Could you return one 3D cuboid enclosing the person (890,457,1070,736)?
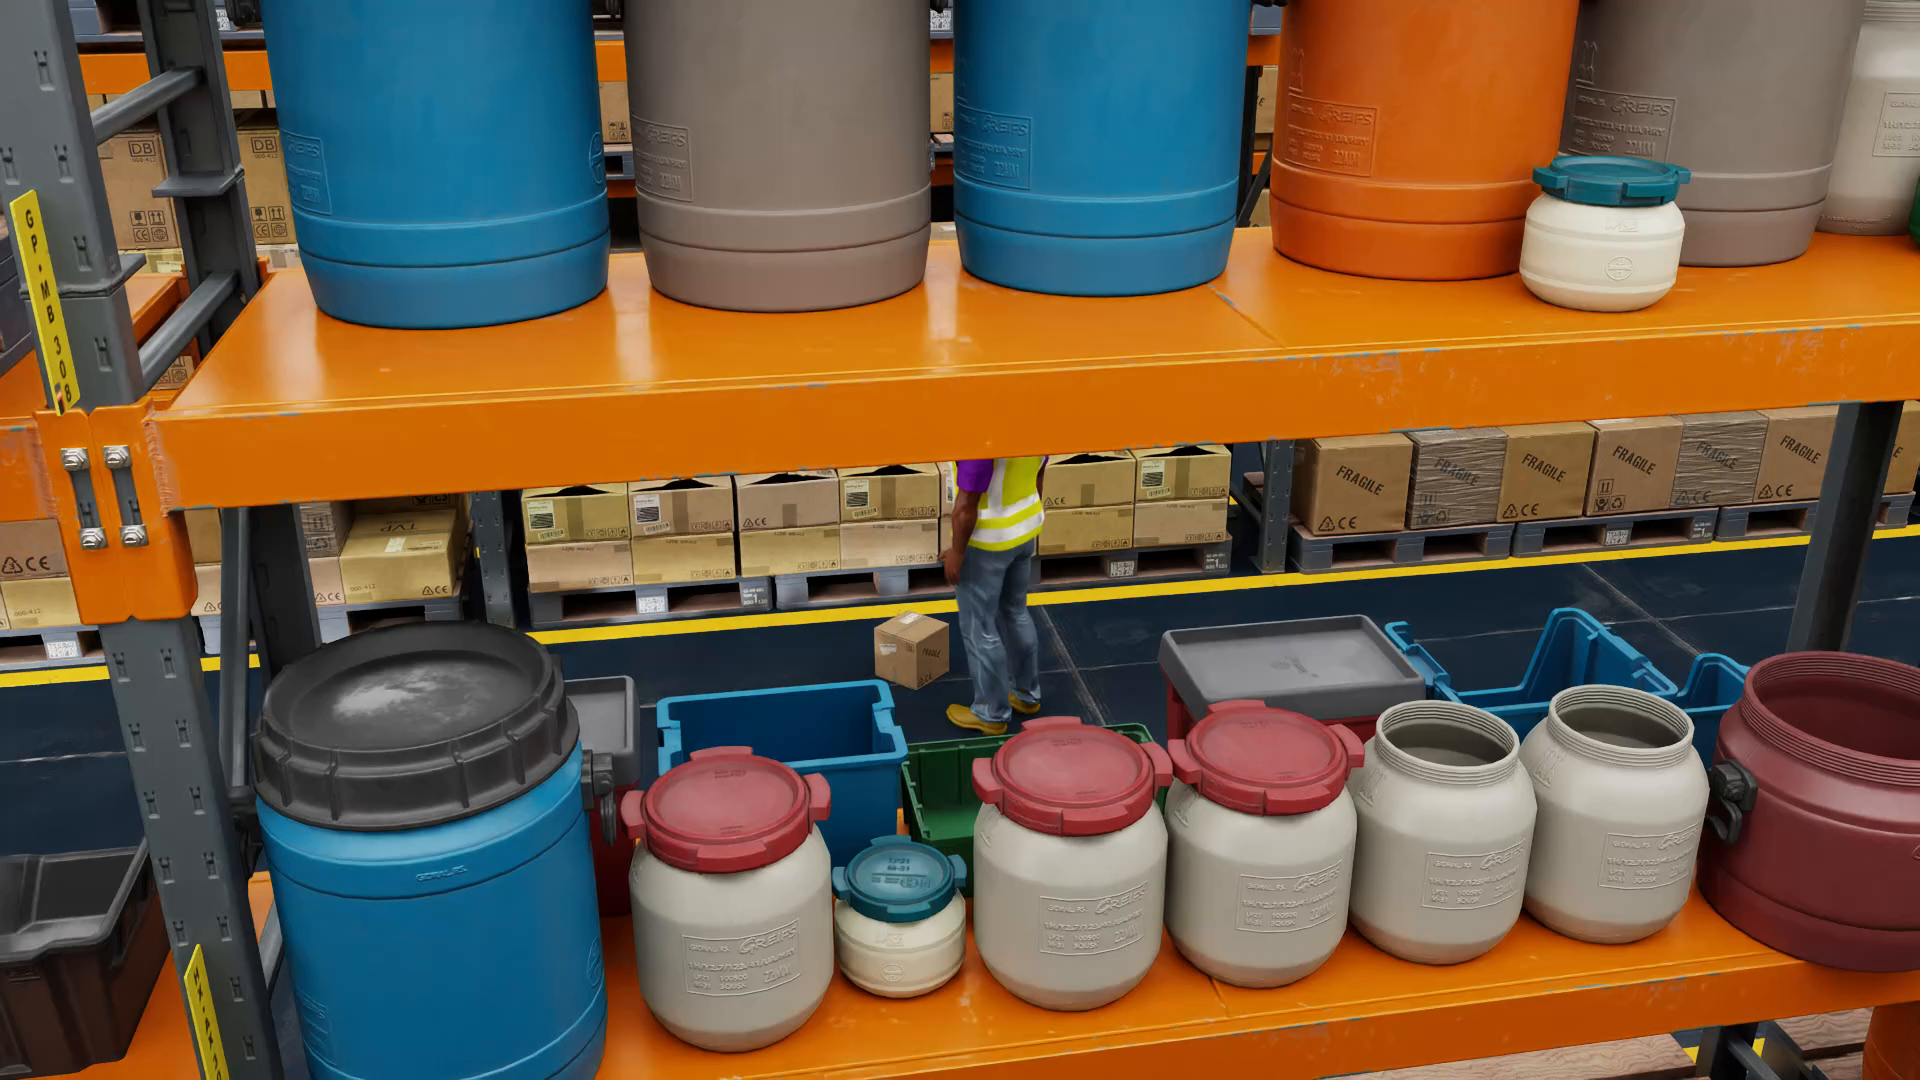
[{"bbox_3d":[0.082,0.125,7.200,0.747,1.432,0.631,17,28,34],"label":"person"}]
